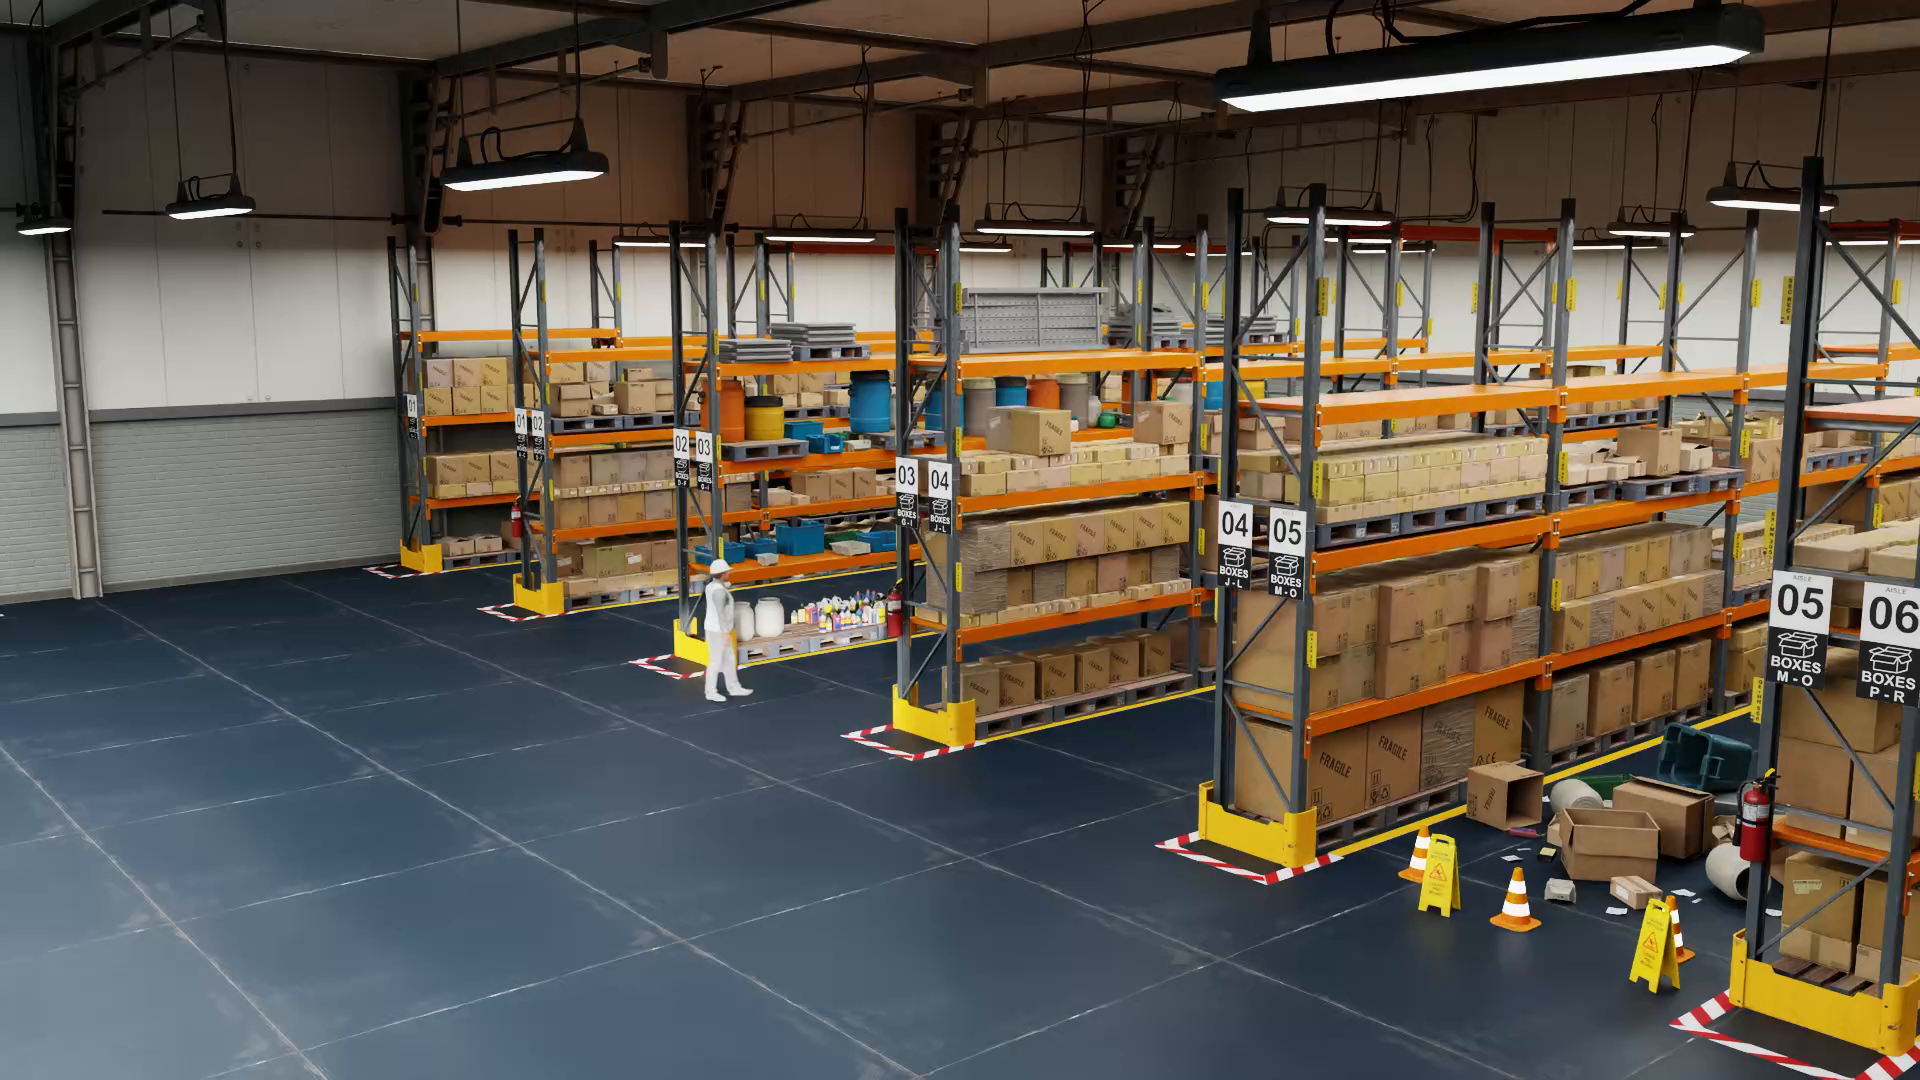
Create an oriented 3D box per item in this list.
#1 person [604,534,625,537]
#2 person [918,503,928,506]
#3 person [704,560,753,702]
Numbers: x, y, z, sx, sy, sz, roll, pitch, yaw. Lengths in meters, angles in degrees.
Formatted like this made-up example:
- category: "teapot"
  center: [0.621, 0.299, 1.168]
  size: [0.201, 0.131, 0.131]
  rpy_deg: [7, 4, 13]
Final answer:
- category: "person"
  center: [-6.131, -0.117, 29.221]
  size: [0.507, 1.654, 0.394]
  rpy_deg: [-2, 9, -14]
- category: "person"
  center: [-0.933, -1.186, 35.668]
  size: [0.553, 1.734, 1.067]
  rpy_deg: [8, 12, 43]
- category: "person"
  center: [-2.914, 1.120, 20.716]
  size: [0.563, 1.763, 0.575]
  rpy_deg: [0, 9, 1]
